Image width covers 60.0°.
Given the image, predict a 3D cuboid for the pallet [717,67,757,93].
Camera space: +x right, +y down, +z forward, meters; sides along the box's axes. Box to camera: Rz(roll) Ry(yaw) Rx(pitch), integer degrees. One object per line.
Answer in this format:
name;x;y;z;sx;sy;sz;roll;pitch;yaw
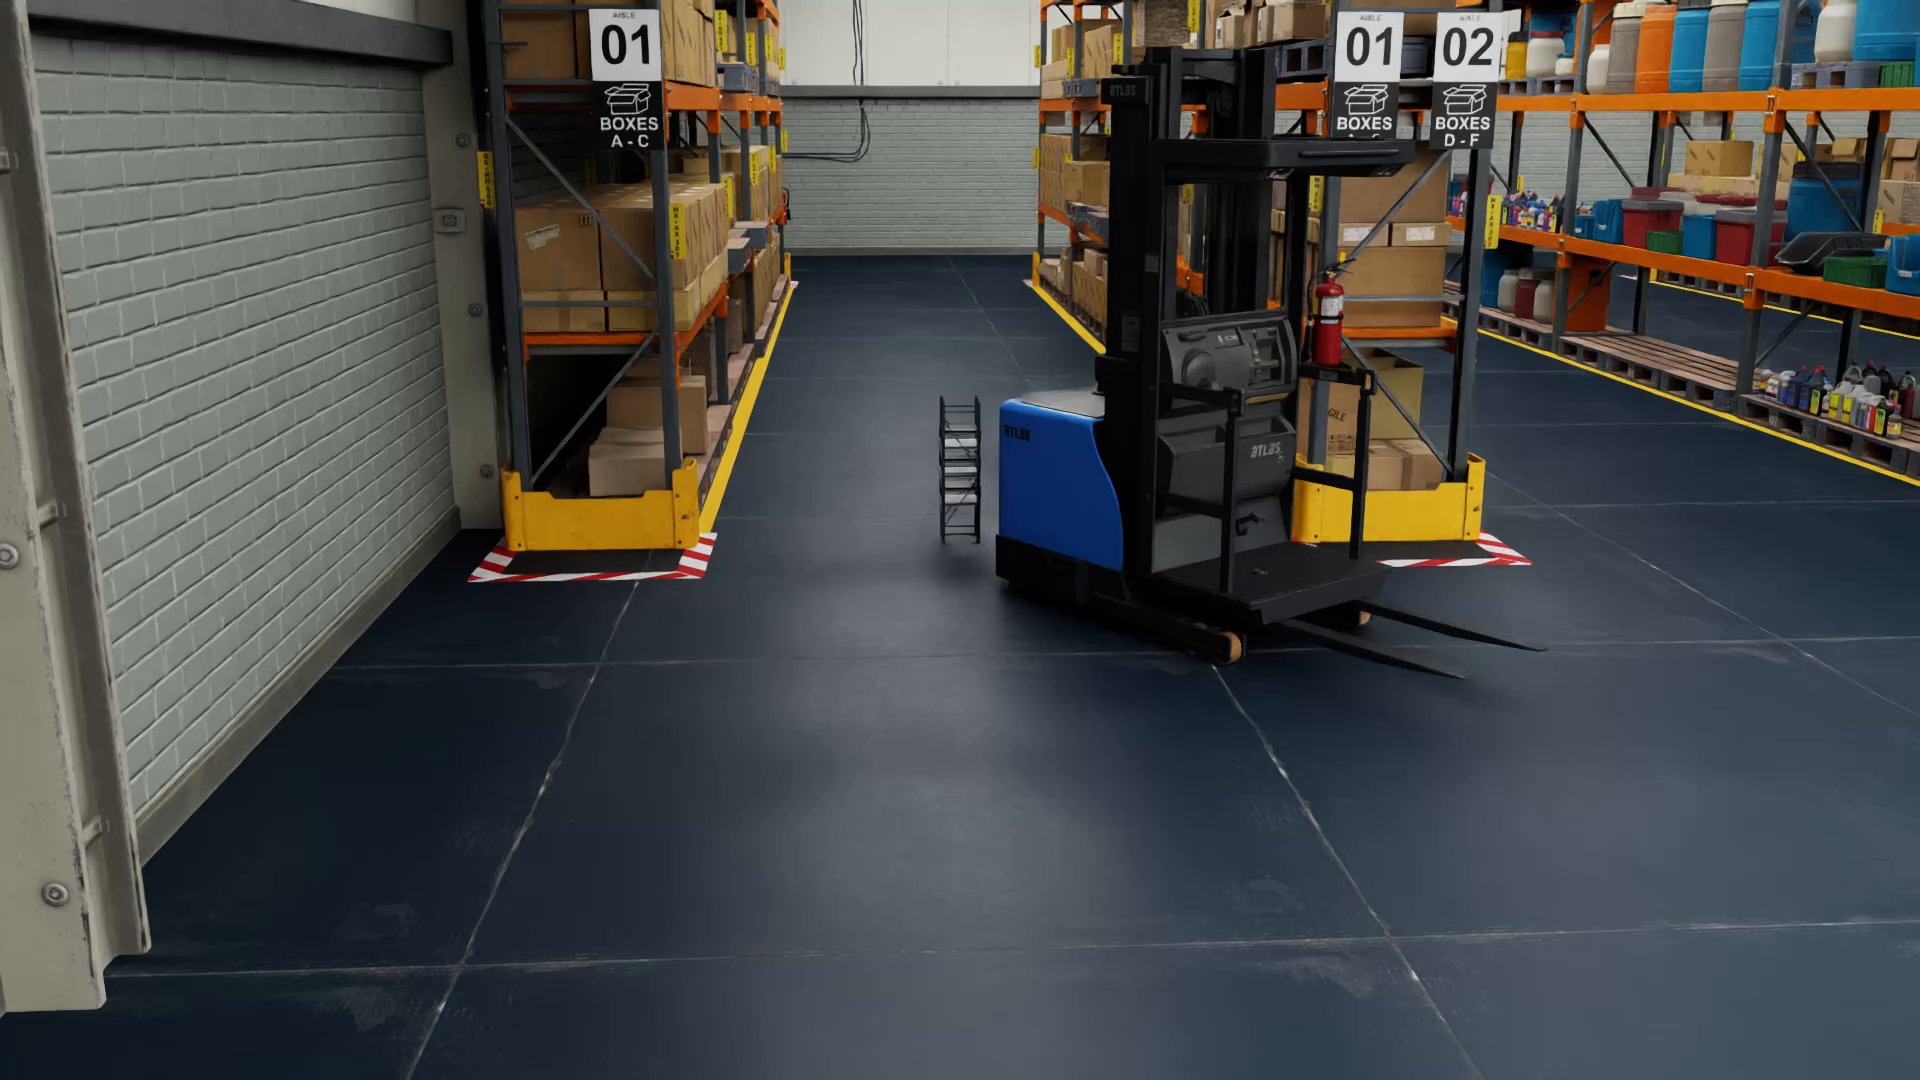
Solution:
pallet;-2.479;-4.185;15.128;1.213;0.211;1.003;-1;14;-3

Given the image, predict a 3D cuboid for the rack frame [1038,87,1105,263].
rack frame;1.721;-5.472;25.773;1.000;3.000;0.127;-1;14;-3

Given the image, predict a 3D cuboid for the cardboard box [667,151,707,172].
cardboard box;-3.014;-4.079;18.017;0.500;0.250;0.500;0;14;-2

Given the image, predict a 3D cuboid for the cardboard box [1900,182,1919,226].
cardboard box;11.766;-4.055;20.065;0.500;0.500;0.500;-1;14;-5

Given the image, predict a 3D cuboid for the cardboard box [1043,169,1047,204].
cardboard box;1.523;-5.277;24.817;0.500;0.500;0.500;-1;14;-4

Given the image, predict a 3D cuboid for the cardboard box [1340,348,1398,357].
cardboard box;2.825;-1.113;12.002;0.500;0.500;0.500;-1;14;-3

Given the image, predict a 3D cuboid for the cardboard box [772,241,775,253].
cardboard box;-2.791;-4.112;23.360;0.380;0.149;0.250;-1;14;-5

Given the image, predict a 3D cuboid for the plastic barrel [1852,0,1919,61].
plastic barrel;7.364;-4.213;13.010;0.600;0.901;0.708;-1;14;-3

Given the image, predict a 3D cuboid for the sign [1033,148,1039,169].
sign;1.180;-5.883;25.632;0.100;0.325;0.005;-1;14;-3

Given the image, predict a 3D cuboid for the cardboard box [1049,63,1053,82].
cardboard box;1.555;-6.713;23.877;0.500;0.250;0.500;-1;14;-3

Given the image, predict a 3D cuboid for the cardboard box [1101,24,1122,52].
cardboard box;2.012;-5.772;19.675;0.600;0.600;0.600;-1;15;-6

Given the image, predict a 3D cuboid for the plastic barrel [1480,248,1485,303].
plastic barrel;6.930;-3.604;21.882;0.600;0.901;0.708;-1;14;-3

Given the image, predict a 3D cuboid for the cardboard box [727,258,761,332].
cardboard box;-2.642;-2.752;18.674;0.750;0.750;0.750;-1;14;-4

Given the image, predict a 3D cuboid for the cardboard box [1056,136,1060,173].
cardboard box;1.614;-5.384;23.225;0.500;0.500;0.500;-1;14;-3

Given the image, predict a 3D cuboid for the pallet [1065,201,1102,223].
pallet;1.910;-4.184;21.152;1.003;0.211;1.213;-1;14;-3

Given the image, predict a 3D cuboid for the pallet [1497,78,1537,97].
pallet;7.132;-5.438;20.002;1.003;0.211;1.213;-1;14;-3

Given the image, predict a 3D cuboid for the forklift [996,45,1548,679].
forklift;1.515;-0.946;8.322;1.130;2.935;3.031;-11;18;-37

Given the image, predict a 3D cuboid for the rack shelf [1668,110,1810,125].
rack shelf;11.733;-6.231;24.146;1.077;0.370;4.000;-1;14;-3

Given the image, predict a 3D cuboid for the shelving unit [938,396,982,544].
shelving unit;0.000;-0.438;10.422;0.258;0.900;0.210;-1;14;-3

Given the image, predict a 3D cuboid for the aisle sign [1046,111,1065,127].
aisle sign;1.424;-6.743;25.497;0.394;0.787;0.004;-1;14;-3

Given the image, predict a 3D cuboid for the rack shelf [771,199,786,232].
rack shelf;-3.099;-4.549;23.629;1.077;0.370;4.000;-1;14;-3

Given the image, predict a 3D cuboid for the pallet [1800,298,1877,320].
pallet;11.980;-3.088;22.103;1.003;0.211;1.213;-1;14;-3

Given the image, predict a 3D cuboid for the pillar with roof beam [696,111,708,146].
pillar with roof beam;0.043;-9.024;27.541;9.100;9.000;0.400;-1;14;-3

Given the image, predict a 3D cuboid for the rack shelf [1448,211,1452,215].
rack shelf;6.789;-4.701;24.223;1.077;0.370;4.000;-1;14;-3

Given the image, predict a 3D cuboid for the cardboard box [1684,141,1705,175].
cardboard box;11.400;-5.810;25.288;0.500;0.500;0.500;-1;14;-5

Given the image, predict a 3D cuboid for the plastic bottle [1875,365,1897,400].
plastic bottle;7.748;-1.290;13.952;0.144;0.351;0.185;-2;15;-6

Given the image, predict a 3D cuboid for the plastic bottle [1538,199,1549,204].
plastic bottle;7.322;-4.150;20.883;0.152;0.276;0.135;-1;14;-3

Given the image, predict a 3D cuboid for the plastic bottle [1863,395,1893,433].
plastic bottle;7.117;-0.975;12.880;0.152;0.276;0.135;-1;14;-3

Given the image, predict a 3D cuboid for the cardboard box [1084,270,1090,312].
cardboard box;1.823;-3.098;20.683;0.500;0.500;0.500;-1;14;-3

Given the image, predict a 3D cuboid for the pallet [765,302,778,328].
pallet;-2.852;-2.858;21.212;1.003;0.211;1.213;-1;14;-3

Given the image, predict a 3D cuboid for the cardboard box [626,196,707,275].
cardboard box;-2.007;-2.090;11.387;0.500;0.500;0.500;-1;14;-5

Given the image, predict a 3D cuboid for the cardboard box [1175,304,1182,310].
cardboard box;2.026;-2.233;16.736;0.500;0.311;0.500;-1;14;-5

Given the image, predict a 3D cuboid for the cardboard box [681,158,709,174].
cardboard box;-2.641;-3.815;16.949;0.380;0.149;0.250;-3;15;-13

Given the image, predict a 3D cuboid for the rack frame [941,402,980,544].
rack frame;0.006;-0.413;10.324;0.240;0.900;0.006;-1;14;-3

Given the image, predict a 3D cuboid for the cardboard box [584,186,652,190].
cardboard box;-2.630;-2.461;12.829;0.500;0.500;0.500;-1;14;-4

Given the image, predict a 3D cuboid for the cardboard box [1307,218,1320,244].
cardboard box;2.481;-2.012;10.825;0.380;0.149;0.250;-1;14;-2

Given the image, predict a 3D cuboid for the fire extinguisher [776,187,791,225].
fire extinguisher;-2.771;-5.221;25.702;0.296;0.674;0.183;-1;14;-3

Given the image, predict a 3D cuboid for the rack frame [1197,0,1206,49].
rack frame;2.465;-5.393;13.426;1.000;3.000;0.127;-1;14;-3

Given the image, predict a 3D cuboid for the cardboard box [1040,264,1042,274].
cardboard box;1.420;-4.141;25.404;0.380;0.166;0.250;-1;14;-3

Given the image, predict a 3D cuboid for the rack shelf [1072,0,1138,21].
rack shelf;2.093;-6.343;19.365;1.077;0.370;4.000;-1;14;-3

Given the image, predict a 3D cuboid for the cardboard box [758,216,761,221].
cardboard box;-2.637;-3.954;20.337;0.380;0.149;0.250;-1;14;-3

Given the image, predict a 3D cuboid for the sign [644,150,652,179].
sign;-3.281;-3.956;17.559;0.100;0.325;0.005;-1;14;-3

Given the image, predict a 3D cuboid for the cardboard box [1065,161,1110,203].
cardboard box;1.775;-4.607;21.370;0.700;0.500;0.500;-6;16;-22

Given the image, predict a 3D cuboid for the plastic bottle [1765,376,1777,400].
plastic bottle;6.997;-1.309;14.329;0.097;0.201;0.097;0;14;0

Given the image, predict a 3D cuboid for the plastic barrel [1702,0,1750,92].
plastic barrel;7.120;-4.544;15.142;0.600;0.901;0.600;0;14;0

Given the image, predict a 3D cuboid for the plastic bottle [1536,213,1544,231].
plastic bottle;6.701;-3.666;19.154;0.097;0.201;0.097;0;14;0

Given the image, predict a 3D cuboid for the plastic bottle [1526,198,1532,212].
plastic bottle;7.191;-4.174;20.989;0.097;0.271;0.097;0;14;0

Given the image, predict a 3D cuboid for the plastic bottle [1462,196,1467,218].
plastic bottle;6.550;-4.307;21.503;0.097;0.271;0.097;0;14;0

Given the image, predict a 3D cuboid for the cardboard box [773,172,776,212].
cardboard box;-3.032;-4.862;22.800;0.980;0.700;0.700;-1;14;-5

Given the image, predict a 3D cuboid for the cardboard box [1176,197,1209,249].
cardboard box;2.337;-3.113;16.407;0.500;0.500;0.500;-2;15;-6

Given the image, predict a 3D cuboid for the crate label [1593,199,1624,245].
crate label;6.953;-3.324;17.353;0.502;0.435;0.616;-1;14;-3

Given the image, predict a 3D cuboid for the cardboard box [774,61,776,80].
cardboard box;-2.842;-6.589;23.354;0.500;0.250;0.500;-1;14;-5

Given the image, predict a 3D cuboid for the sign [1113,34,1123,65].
sign;1.675;-5.177;17.571;0.100;0.325;0.005;-1;14;-3

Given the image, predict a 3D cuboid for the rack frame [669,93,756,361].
rack frame;-2.727;-3.405;17.739;1.000;3.000;0.127;-1;14;-3

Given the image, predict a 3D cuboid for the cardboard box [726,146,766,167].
cardboard box;-2.669;-4.725;20.529;0.500;0.250;0.500;-1;14;-2
